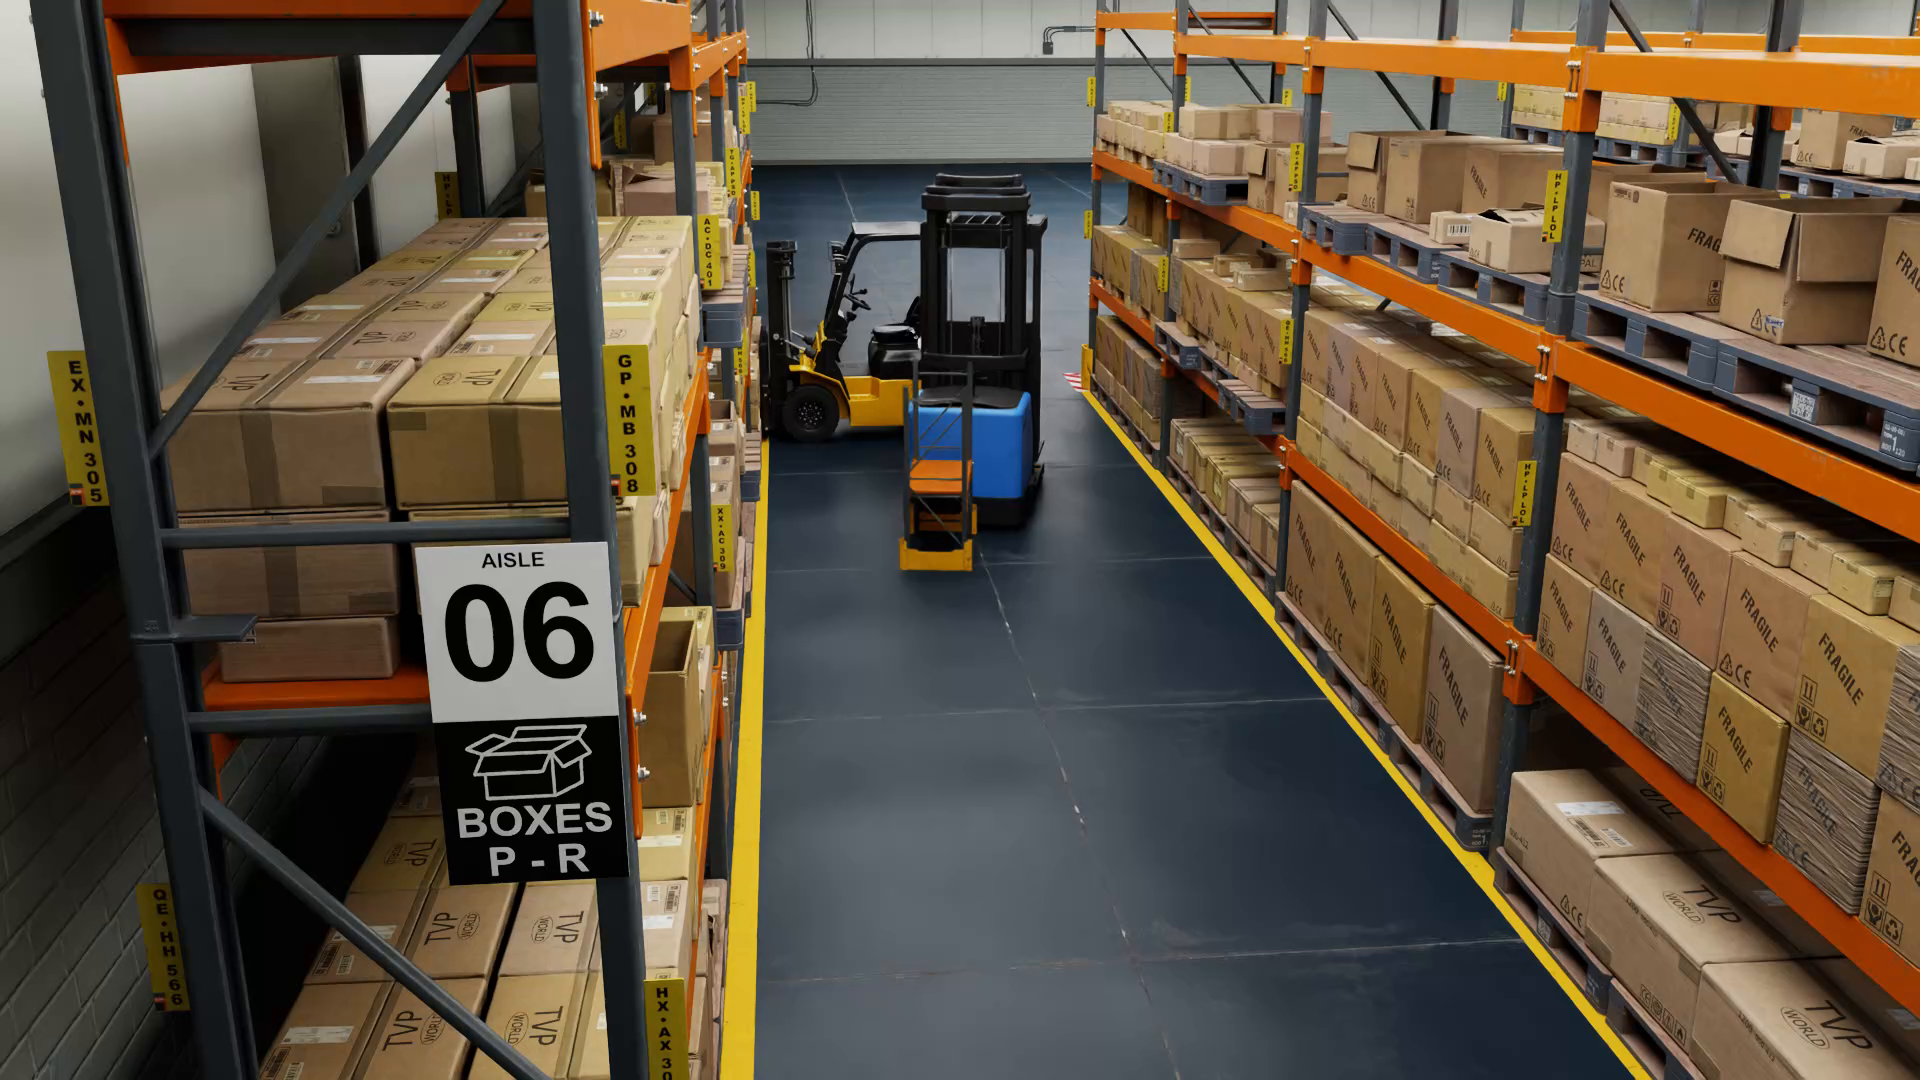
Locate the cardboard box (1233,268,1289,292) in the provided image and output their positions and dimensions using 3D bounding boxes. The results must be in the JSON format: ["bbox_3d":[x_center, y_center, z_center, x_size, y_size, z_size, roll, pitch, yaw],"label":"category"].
[{"bbox_3d":[2.425,-2.101,13.413,0.380,0.149,0.250,-3,18,-8],"label":"cardboard box"}]

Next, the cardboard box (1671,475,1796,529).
[{"bbox_3d":[3.135,-0.156,6.748,0.380,0.149,0.250,-2,18,-7],"label":"cardboard box"}]

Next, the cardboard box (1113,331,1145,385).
[{"bbox_3d":[1.962,-1.991,18.148,0.500,0.500,0.500,-1,17,-5],"label":"cardboard box"}]

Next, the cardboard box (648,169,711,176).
[{"bbox_3d":[-1.733,-2.207,10.280,0.380,0.149,0.250,-2,18,-7],"label":"cardboard box"}]

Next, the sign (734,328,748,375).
[{"bbox_3d":[-1.524,-1.302,11.516,0.100,0.325,0.005,-2,18,-6],"label":"sign"}]

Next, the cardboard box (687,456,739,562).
[{"bbox_3d":[-1.531,-0.130,8.714,0.700,0.500,0.500,-2,17,-5],"label":"cardboard box"}]

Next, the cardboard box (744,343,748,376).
[{"bbox_3d":[-2.106,-1.596,14.505,0.500,0.250,0.500,-2,18,-6],"label":"cardboard box"}]

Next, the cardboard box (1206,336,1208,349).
[{"bbox_3d":[2.335,-1.712,14.340,0.380,0.149,0.250,-2,18,-5],"label":"cardboard box"}]

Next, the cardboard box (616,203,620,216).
[{"bbox_3d":[-1.898,-1.591,8.285,0.380,0.149,0.250,-1,17,-4],"label":"cardboard box"}]

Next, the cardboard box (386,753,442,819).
[{"bbox_3d":[-1.701,0.959,5.868,0.500,0.250,0.500,-2,18,-6],"label":"cardboard box"}]

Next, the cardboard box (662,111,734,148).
[{"bbox_3d":[-2.000,-3.021,12.751,0.500,0.500,0.500,-1,17,-4],"label":"cardboard box"}]

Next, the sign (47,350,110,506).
[{"bbox_3d":[-1.792,-0.227,3.406,0.100,0.325,0.005,-2,18,-6],"label":"sign"}]

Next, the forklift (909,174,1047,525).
[{"bbox_3d":[0.218,-1.924,15.412,1.130,2.935,3.031,2,18,7],"label":"forklift"}]

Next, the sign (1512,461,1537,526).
[{"bbox_3d":[2.748,-0.226,8.087,0.100,0.325,0.005,-2,18,-6],"label":"sign"}]

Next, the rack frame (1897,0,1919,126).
[{"bbox_3d":[11.906,-6.474,19.776,1.000,3.000,0.127,-2,18,-6],"label":"rack frame"}]

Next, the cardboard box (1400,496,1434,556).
[{"bbox_3d":[2.905,-0.088,9.699,0.500,0.250,0.500,-2,18,-7],"label":"cardboard box"}]

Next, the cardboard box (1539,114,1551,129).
[{"bbox_3d":[6.758,-4.710,18.716,0.380,0.149,0.250,-2,18,-5],"label":"cardboard box"}]

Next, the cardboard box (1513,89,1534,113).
[{"bbox_3d":[6.757,-5.087,19.250,0.500,0.250,0.500,-2,18,-6],"label":"cardboard box"}]

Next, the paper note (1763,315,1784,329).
[{"bbox_3d":[2.904,-0.780,5.939,0.006,0.032,0.123,-2,18,-6],"label":"paper note"}]

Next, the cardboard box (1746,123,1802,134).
[{"bbox_3d":[7.607,-3.699,15.327,0.500,0.250,0.500,-2,17,-5],"label":"cardboard box"}]

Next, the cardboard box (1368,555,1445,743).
[{"bbox_3d":[3.042,0.632,10.004,0.875,0.875,0.875,-1,17,-4],"label":"cardboard box"}]

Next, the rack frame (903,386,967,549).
[{"bbox_3d":[-0.194,-0.478,13.196,0.500,1.500,0.032,1,17,3],"label":"rack frame"}]

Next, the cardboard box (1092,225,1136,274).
[{"bbox_3d":[1.822,-3.346,19.163,0.500,0.500,0.500,-2,18,-6],"label":"cardboard box"}]

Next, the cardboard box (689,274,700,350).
[{"bbox_3d":[-1.351,-0.942,6.915,0.500,0.250,0.500,-2,18,-5],"label":"cardboard box"}]

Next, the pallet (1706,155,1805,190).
[{"bbox_3d":[7.518,-3.365,15.201,0.805,0.209,1.217,-2,18,-8],"label":"pallet"}]

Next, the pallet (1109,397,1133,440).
[{"bbox_3d":[2.228,-1.347,18.115,1.003,0.211,1.213,-2,18,-6],"label":"pallet"}]

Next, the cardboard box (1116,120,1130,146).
[{"bbox_3d":[1.956,-4.346,17.758,0.500,0.250,0.500,-1,17,-4],"label":"cardboard box"}]

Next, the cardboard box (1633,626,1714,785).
[{"bbox_3d":[3.167,0.668,6.875,0.500,0.500,0.500,-2,18,-5],"label":"cardboard box"}]

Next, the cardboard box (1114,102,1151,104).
[{"bbox_3d":[1.925,-4.811,18.573,0.380,0.149,0.250,-2,18,-6],"label":"cardboard box"}]

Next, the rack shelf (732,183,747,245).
[{"bbox_3d":[-2.269,-2.452,13.172,1.077,0.370,4.000,-2,18,-6],"label":"rack shelf"}]

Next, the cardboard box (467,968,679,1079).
[{"bbox_3d":[-1.016,1.402,4.458,0.500,0.250,0.500,-2,18,-5],"label":"cardboard box"}]

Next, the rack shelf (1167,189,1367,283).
[{"bbox_3d":[2.668,-2.606,13.664,1.077,0.370,4.000,-2,18,-6],"label":"rack shelf"}]

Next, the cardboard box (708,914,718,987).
[{"bbox_3d":[-1.264,1.791,7.327,0.396,0.266,0.258,-1,17,-4],"label":"cardboard box"}]

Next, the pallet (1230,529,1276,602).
[{"bbox_3d":[2.795,0.175,13.267,1.003,0.211,1.213,-2,18,-6],"label":"pallet"}]

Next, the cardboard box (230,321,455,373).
[{"bbox_3d":[-1.614,-0.403,4.365,0.500,0.250,0.500,-2,18,-7],"label":"cardboard box"}]

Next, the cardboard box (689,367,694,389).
[{"bbox_3d":[-1.297,-0.716,6.863,0.380,0.149,0.250,-2,18,-6],"label":"cardboard box"}]

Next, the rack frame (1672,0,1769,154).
[{"bbox_3d":[7.375,-5.159,15.588,1.000,3.000,0.127,-2,18,-6],"label":"rack frame"}]

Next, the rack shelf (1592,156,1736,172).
[{"bbox_3d":[7.169,-3.981,18.043,1.077,0.370,4.000,-2,18,-6],"label":"rack shelf"}]

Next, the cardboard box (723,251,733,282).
[{"bbox_3d":[-1.277,-1.315,7.902,0.380,0.149,0.250,-2,17,-5],"label":"cardboard box"}]

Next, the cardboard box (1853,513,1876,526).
[{"bbox_3d":[3.704,-0.100,6.569,0.380,0.149,0.250,-2,18,-7],"label":"cardboard box"}]

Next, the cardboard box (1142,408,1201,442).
[{"bbox_3d":[2.133,-1.170,16.787,0.500,0.250,0.500,-1,17,-3],"label":"cardboard box"}]

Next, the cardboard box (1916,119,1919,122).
[{"bbox_3d":[11.705,-5.073,19.904,0.380,0.149,0.250,-2,18,-6],"label":"cardboard box"}]

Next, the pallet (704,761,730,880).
[{"bbox_3d":[-1.772,1.513,9.005,1.003,0.211,1.213,-2,18,-6],"label":"pallet"}]

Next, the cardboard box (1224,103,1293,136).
[{"bbox_3d":[2.648,-3.744,14.801,0.500,0.250,0.500,-1,17,-4],"label":"cardboard box"}]

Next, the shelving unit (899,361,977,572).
[{"bbox_3d":[-0.170,-0.627,13.672,0.587,1.500,1.083,1,17,3],"label":"shelving unit"}]

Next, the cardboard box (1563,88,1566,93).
[{"bbox_3d":[6.810,-4.941,18.119,0.380,0.149,0.250,-2,18,-6],"label":"cardboard box"}]

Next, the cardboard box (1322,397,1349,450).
[{"bbox_3d":[2.733,-0.777,11.059,0.500,0.250,0.500,-1,17,-4],"label":"cardboard box"}]

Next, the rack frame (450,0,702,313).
[{"bbox_3d":[-1.650,-2.438,6.921,1.000,3.000,0.127,-2,18,-6],"label":"rack frame"}]

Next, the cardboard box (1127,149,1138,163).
[{"bbox_3d":[1.965,-4.046,17.469,0.380,0.149,0.250,-2,18,-7],"label":"cardboard box"}]

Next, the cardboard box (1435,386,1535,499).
[{"bbox_3d":[2.930,-0.535,9.036,0.500,0.500,0.500,-1,17,-5],"label":"cardboard box"}]

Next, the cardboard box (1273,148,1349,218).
[{"bbox_3d":[2.786,-2.684,12.544,0.700,0.500,0.500,-2,18,-6],"label":"cardboard box"}]

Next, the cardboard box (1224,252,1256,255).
[{"bbox_3d":[2.738,-2.374,15.365,0.500,0.500,0.500,-2,18,-7],"label":"cardboard box"}]

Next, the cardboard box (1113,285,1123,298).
[{"bbox_3d":[1.906,-2.769,18.409,0.380,0.149,0.250,-1,17,-4],"label":"cardboard box"}]

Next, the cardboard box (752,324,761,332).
[{"bbox_3d":[-2.472,-2.237,18.516,0.500,0.250,0.500,-1,17,-5],"label":"cardboard box"}]
